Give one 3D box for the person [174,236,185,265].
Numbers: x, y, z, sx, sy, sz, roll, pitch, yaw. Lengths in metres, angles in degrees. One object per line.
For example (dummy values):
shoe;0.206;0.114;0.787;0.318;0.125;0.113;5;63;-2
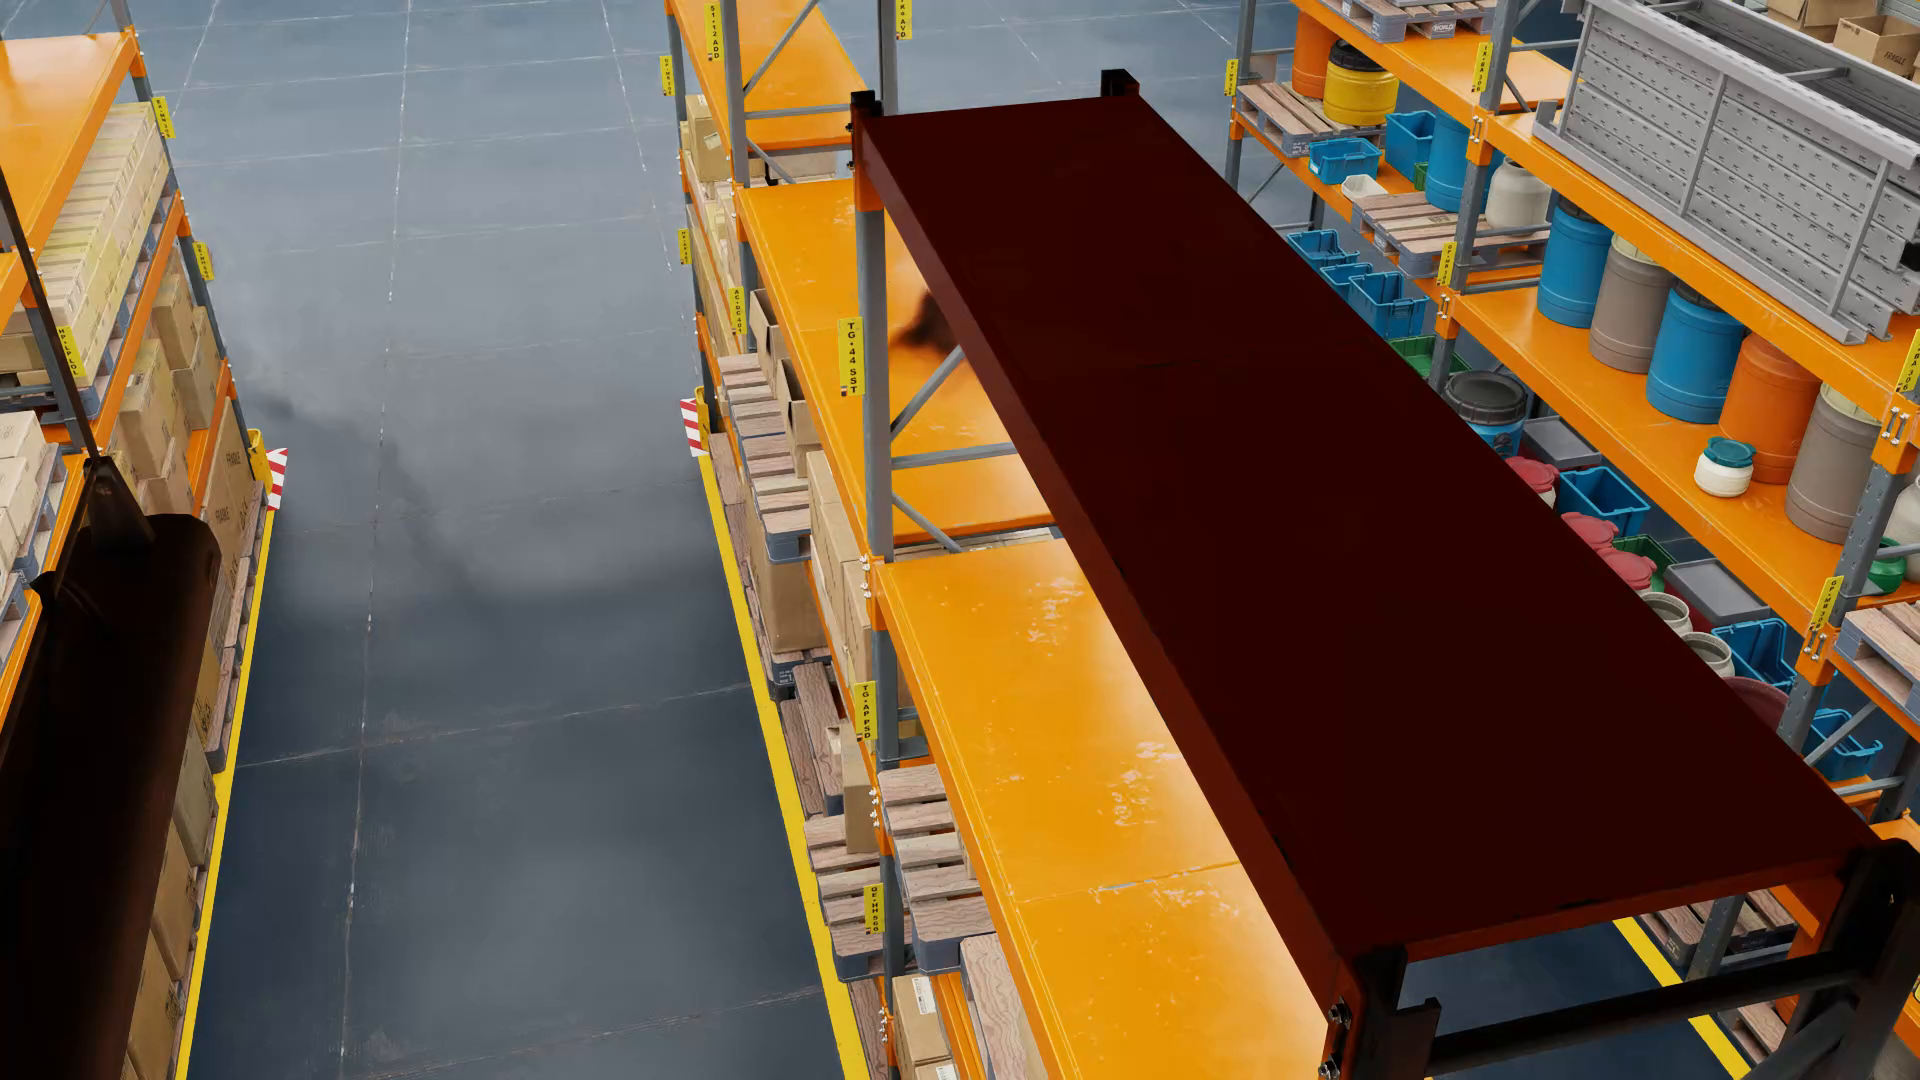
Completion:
person;-7.850;-2.558;16.190;0.990;1.782;0.659;22;40;28
